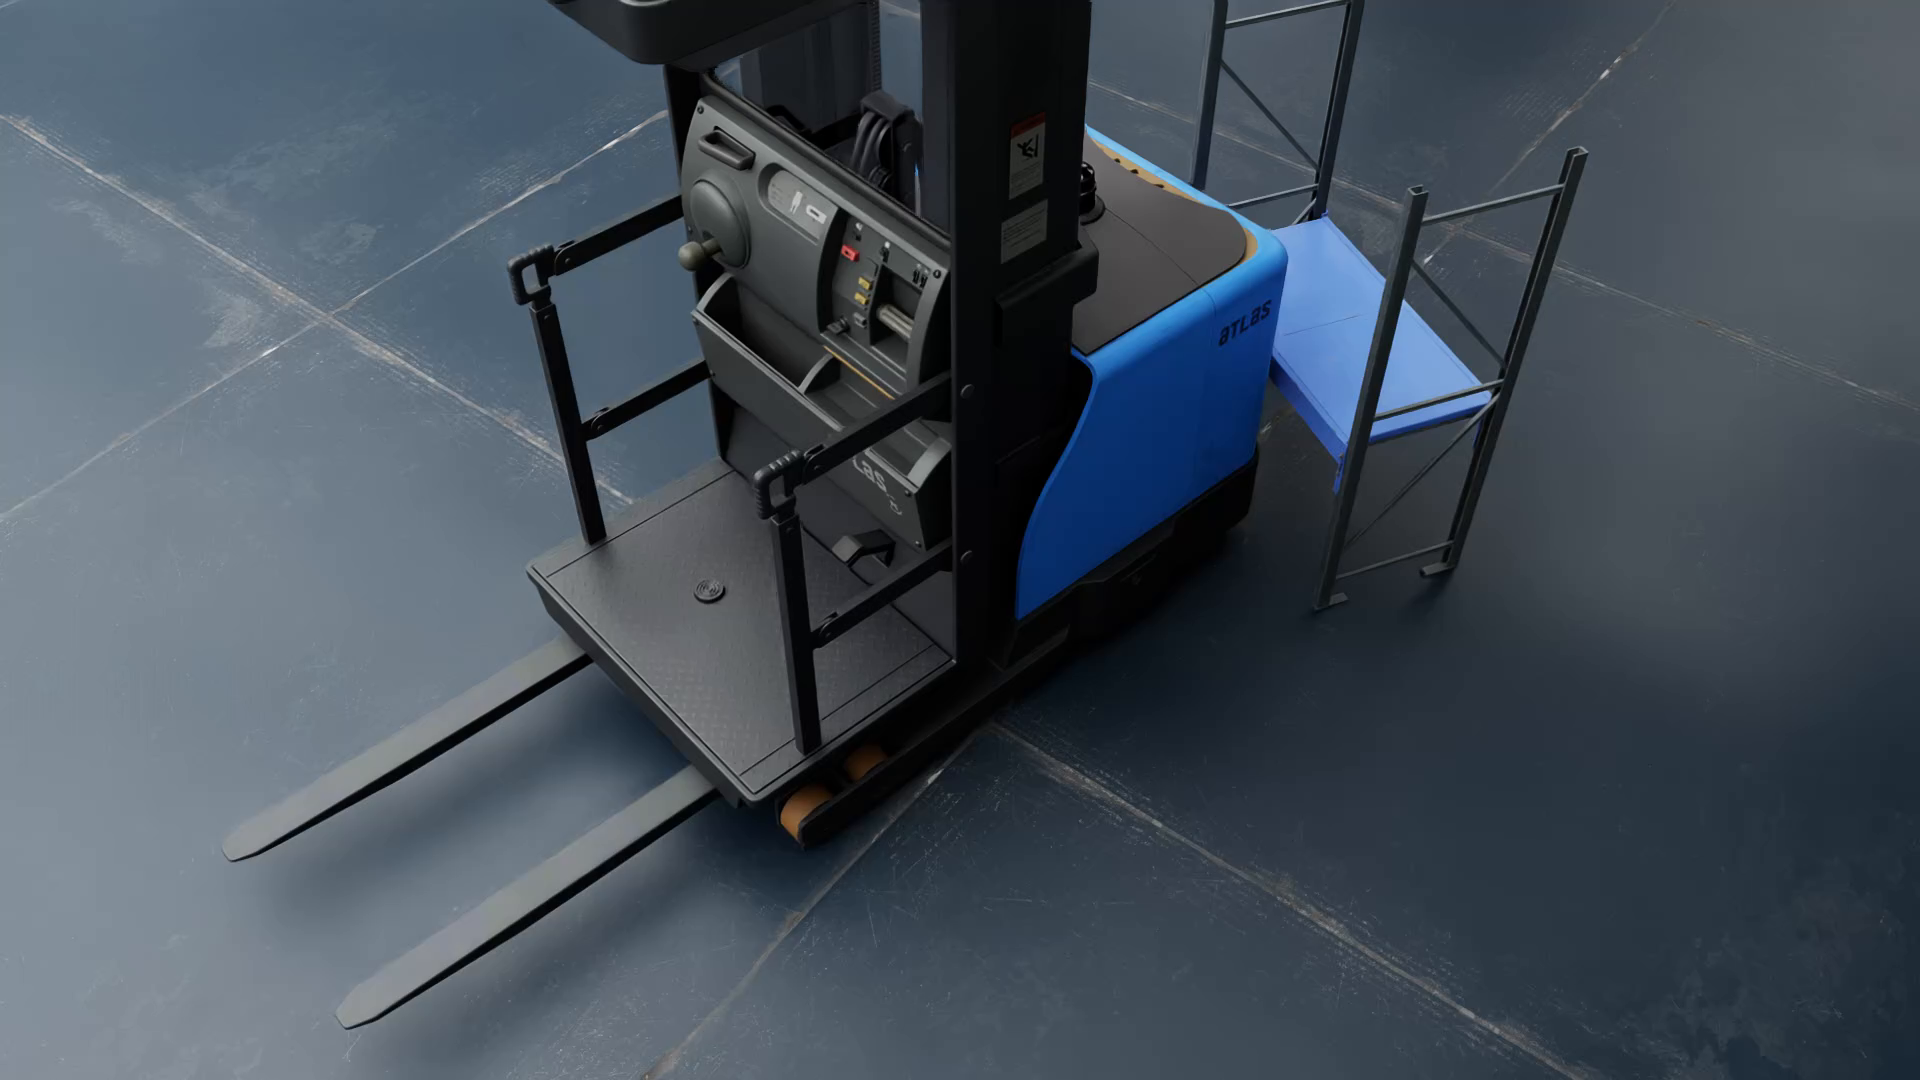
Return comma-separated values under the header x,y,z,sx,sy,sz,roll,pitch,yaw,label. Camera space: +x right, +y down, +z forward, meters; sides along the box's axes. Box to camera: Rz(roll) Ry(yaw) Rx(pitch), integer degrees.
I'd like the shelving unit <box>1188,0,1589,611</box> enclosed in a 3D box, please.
x,y,z,sx,sy,sz,roll,pitch,yaw,label
1.122,-0.722,4.902,0.538,1.500,1.048,-16,48,-15,shelving unit

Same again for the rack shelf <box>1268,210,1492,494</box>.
x,y,z,sx,sy,sz,roll,pitch,yaw,label
1.122,-0.597,5.032,0.538,0.185,1.000,-16,48,-15,rack shelf

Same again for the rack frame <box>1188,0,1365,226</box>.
x,y,z,sx,sy,sz,roll,pitch,yaw,label
0.937,-1.064,5.229,0.500,1.500,0.032,-16,48,-15,rack frame

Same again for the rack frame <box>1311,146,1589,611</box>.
x,y,z,sx,sy,sz,roll,pitch,yaw,label
1.308,-0.379,4.575,0.500,1.500,0.032,-16,48,-15,rack frame

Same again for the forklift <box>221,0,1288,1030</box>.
x,y,z,sx,sy,sz,roll,pitch,yaw,label
-0.518,-0.631,3.826,3.031,2.935,1.130,-33,55,-27,forklift
